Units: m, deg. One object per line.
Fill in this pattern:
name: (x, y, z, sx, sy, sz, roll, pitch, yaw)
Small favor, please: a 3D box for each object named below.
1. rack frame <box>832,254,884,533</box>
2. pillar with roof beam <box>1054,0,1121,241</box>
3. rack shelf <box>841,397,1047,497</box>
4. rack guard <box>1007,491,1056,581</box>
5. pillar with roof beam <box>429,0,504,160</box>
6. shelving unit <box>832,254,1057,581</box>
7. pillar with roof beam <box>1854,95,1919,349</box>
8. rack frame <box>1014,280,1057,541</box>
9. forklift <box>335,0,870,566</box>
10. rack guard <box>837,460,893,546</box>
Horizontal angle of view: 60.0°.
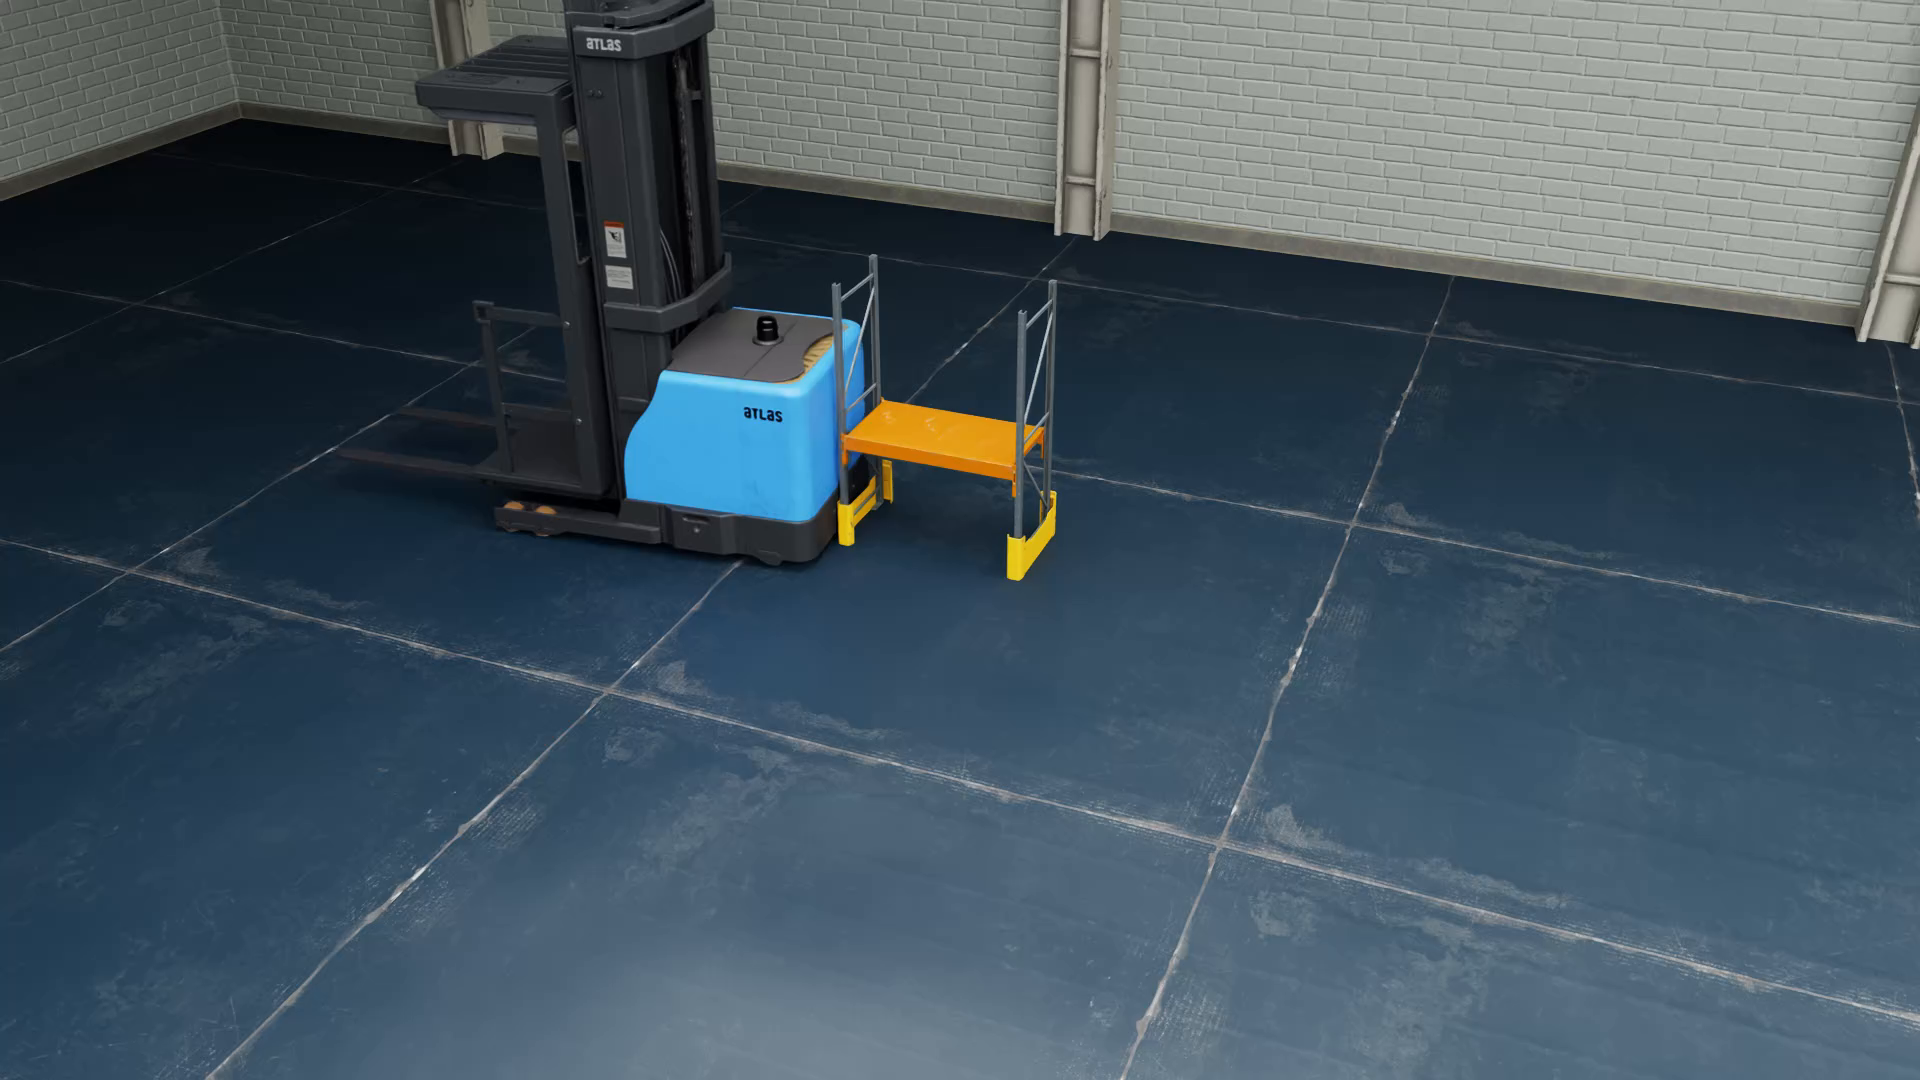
rack frame: (-0.549, -0.762, 9.075, 0.032, 1.500, 0.500, 11, 31, 19)
pillar with roof beam: (-0.606, -4.504, 8.073, 0.400, 9.000, 9.100, 11, 31, 19)
rack shelf: (-0.078, -0.512, 8.997, 1.000, 0.185, 0.538, 11, 31, 19)
rack guard: (0.392, -0.031, 9.051, 0.087, 0.250, 0.587, 11, 31, 19)
pillar with roof beam: (-6.166, -5.614, 10.037, 0.400, 9.000, 9.100, 11, 31, 19)
shelving unit: (-0.070, -0.667, 8.906, 1.083, 1.500, 0.587, 11, 31, 19)
pillar with roof beam: (4.953, -3.394, 6.109, 0.400, 9.000, 9.100, 11, 31, 19)
rack frame: (0.393, -0.575, 8.743, 0.032, 1.500, 0.500, 11, 31, 19)
forklift: (-2.099, -1.535, 8.986, 3.031, 2.935, 1.130, 8, 30, 14)
rack guard: (-0.531, -0.215, 9.376, 0.087, 0.250, 0.587, 11, 31, 19)
